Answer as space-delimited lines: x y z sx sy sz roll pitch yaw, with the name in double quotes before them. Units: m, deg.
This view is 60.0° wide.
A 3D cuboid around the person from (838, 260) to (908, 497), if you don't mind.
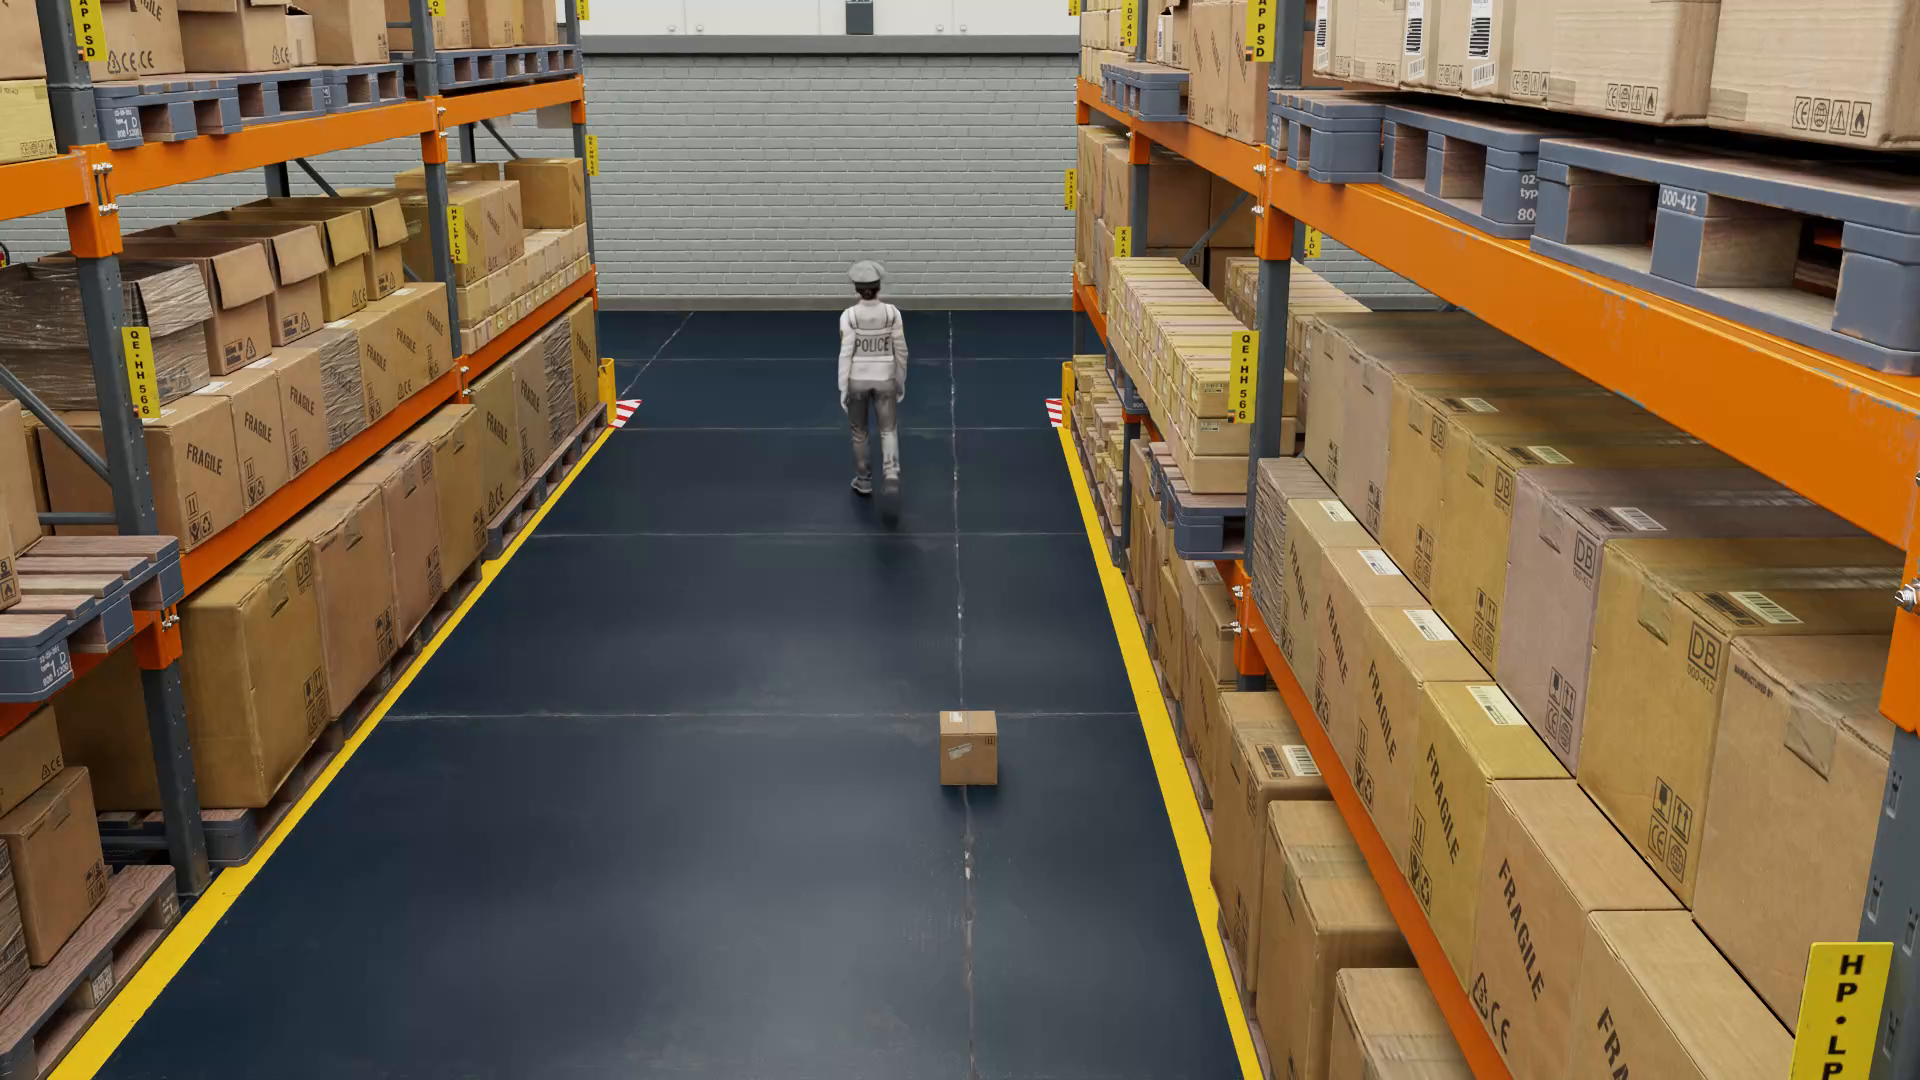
"person" -0.597 -1.086 11.462 0.494 1.658 0.811 -3 18 -10
